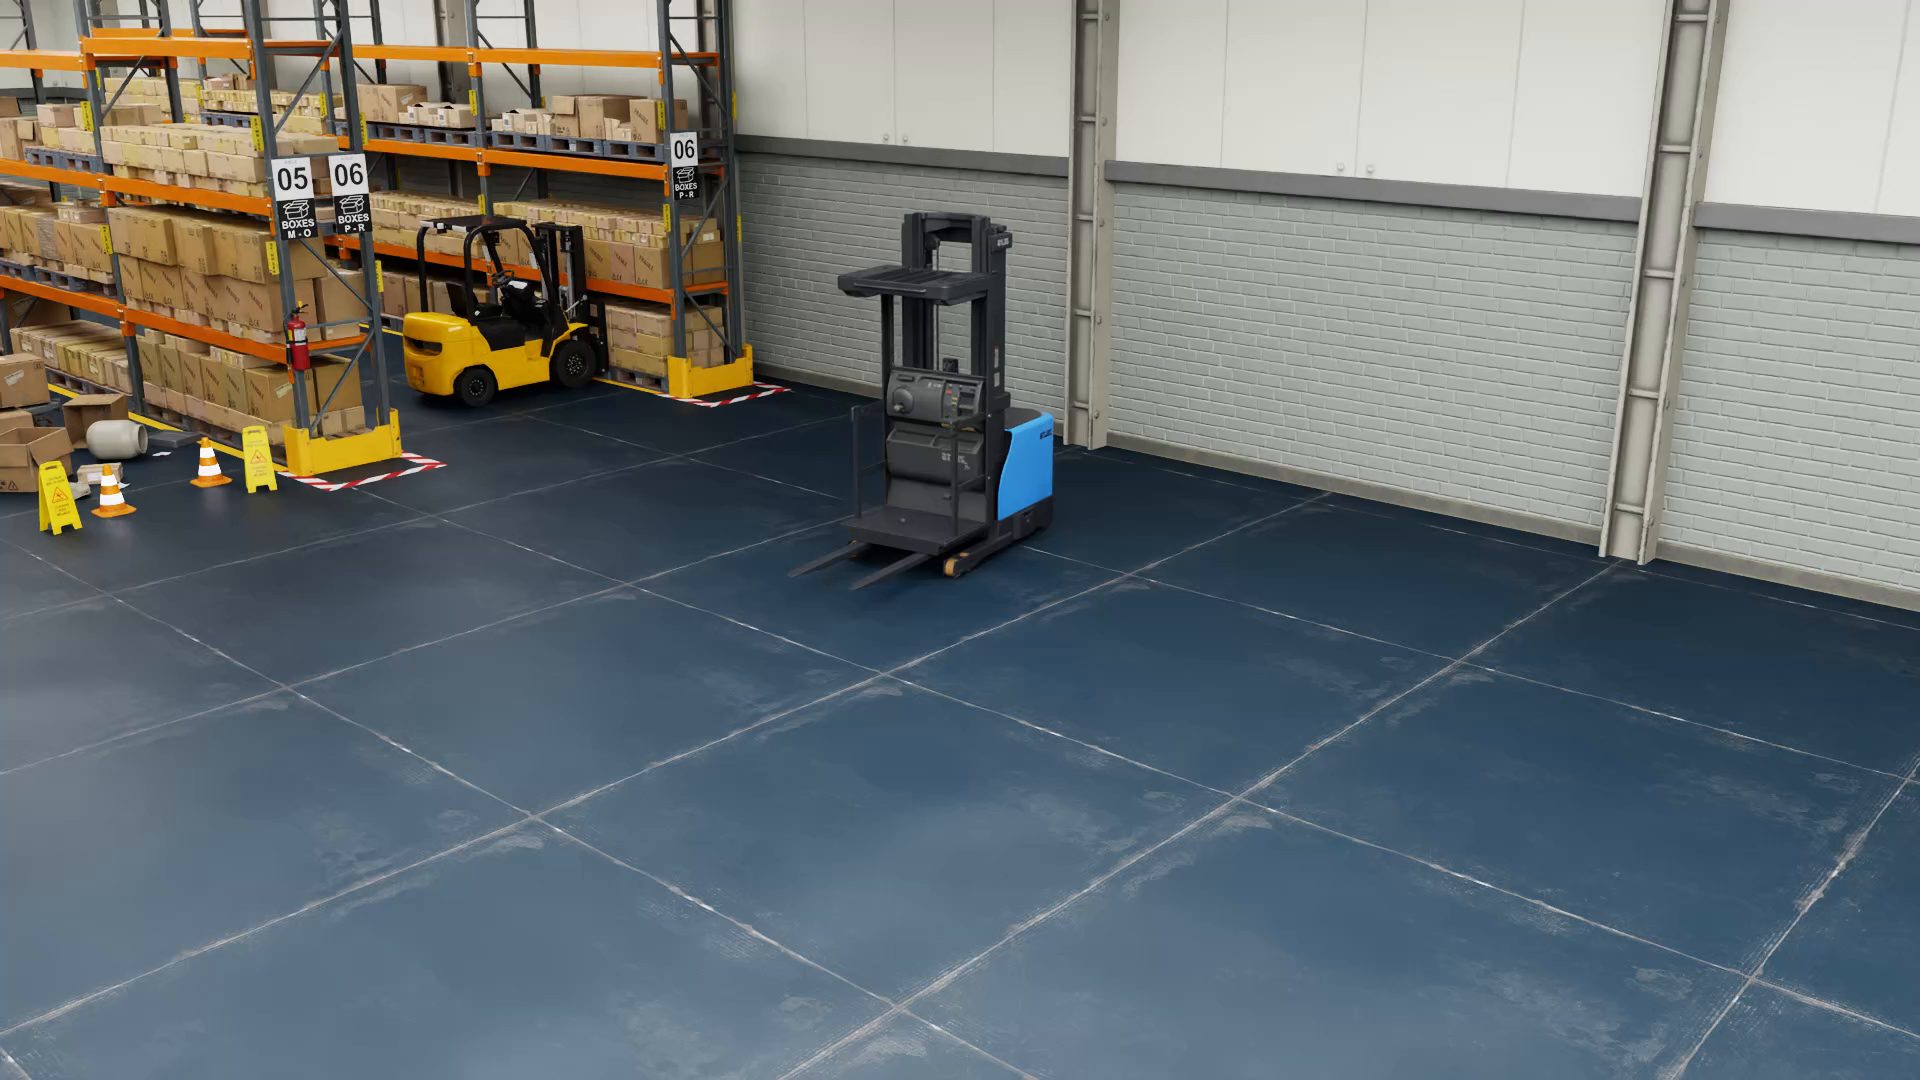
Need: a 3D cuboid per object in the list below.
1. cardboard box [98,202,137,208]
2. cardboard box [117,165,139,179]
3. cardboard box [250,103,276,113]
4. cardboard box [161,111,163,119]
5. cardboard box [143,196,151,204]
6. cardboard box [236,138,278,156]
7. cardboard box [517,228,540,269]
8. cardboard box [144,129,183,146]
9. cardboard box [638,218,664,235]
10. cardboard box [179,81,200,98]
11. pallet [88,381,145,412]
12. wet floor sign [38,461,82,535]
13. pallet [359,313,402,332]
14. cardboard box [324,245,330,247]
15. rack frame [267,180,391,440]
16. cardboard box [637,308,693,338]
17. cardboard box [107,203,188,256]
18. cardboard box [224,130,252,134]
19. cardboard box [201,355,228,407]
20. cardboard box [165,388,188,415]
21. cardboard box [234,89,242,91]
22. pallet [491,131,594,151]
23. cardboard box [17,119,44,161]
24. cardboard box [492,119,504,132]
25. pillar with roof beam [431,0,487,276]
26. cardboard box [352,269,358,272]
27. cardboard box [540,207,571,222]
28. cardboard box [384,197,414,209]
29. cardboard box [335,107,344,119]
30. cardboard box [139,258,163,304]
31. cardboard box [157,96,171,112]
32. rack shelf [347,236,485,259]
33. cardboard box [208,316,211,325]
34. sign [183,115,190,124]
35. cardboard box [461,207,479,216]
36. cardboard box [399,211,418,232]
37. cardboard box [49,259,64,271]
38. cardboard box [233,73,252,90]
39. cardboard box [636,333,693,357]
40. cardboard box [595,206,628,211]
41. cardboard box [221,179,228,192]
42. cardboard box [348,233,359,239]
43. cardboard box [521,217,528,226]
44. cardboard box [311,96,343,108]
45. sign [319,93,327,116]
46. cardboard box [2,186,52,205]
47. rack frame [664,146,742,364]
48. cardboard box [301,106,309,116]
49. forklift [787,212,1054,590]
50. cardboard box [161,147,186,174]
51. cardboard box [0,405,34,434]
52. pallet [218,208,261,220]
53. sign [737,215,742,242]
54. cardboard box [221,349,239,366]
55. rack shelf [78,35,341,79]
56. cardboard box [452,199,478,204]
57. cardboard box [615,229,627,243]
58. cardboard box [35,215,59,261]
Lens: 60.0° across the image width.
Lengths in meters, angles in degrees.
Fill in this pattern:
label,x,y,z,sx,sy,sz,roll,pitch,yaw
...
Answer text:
label,x,y,z,sx,sy,sz,roll,pitch,yaw
cardboard box,-10.454,-4.099,20.644,0.250,0.149,0.380,17,24,42
cardboard box,-9.229,-4.157,18.707,0.250,0.149,0.380,15,23,39
cardboard box,-11.021,-6.866,26.383,0.250,0.149,0.380,16,23,40
cardboard box,-13.784,-7.378,28.859,0.250,0.149,0.380,16,23,40
cardboard box,-14.487,-6.166,29.996,0.250,0.149,0.380,16,24,41
cardboard box,-7.081,-3.979,16.829,0.250,0.149,0.380,16,23,40
cardboard box,-5.605,-3.953,22.443,0.500,0.500,0.500,16,23,40
cardboard box,-8.634,-4.386,18.110,0.250,0.149,0.380,14,22,37
cardboard box,-3.785,-3.917,20.764,0.250,0.149,0.380,15,23,39
cardboard box,-13.070,-7.646,28.215,0.500,0.250,0.500,15,23,38
pallet,-10.039,-1.857,20.615,1.213,0.211,1.003,15,23,39
wet floor sign,-8.338,-0.407,15.328,0.232,0.644,0.267,11,20,30
pallet,-8.566,-3.454,25.647,1.213,0.211,1.003,15,23,39
cardboard box,-10.685,-4.820,27.705,0.250,0.149,0.380,15,23,40
rack frame,-6.464,-2.227,17.171,0.127,3.000,1.000,15,23,39
cardboard box,-3.724,-2.739,20.983,0.500,0.250,0.500,16,24,41
cardboard box,-9.271,-3.559,19.058,0.500,0.500,0.700,15,23,39
cardboard box,-7.712,-4.348,17.990,0.250,0.149,0.380,16,23,40
cardboard box,-8.002,-1.783,18.383,0.500,0.500,0.500,14,23,38
cardboard box,-8.787,-1.636,19.159,0.500,0.250,0.500,17,24,42
cardboard box,-11.846,-7.426,27.658,0.250,0.149,0.380,15,23,39
pallet,-5.509,-5.376,22.282,1.213,0.211,1.003,15,23,39
cardboard box,-11.288,-5.013,20.819,0.637,0.503,0.797,15,23,39
cardboard box,-6.030,-5.553,22.248,0.250,0.149,0.380,16,23,40
pillar with roof beam,-10.440,-6.785,21.615,0.400,9.000,9.100,15,23,39
cardboard box,-9.615,-4.002,26.203,0.500,0.500,0.500,16,24,41
cardboard box,-5.334,-4.320,22.035,0.250,0.149,0.380,15,23,38
cardboard box,-8.292,-4.991,24.643,0.250,0.149,0.380,15,23,40
cardboard box,-9.097,-6.385,24.840,0.250,0.166,0.380,15,23,39
cardboard box,-8.921,-2.973,18.864,0.500,0.500,0.500,15,23,39
cardboard box,-13.446,-7.508,28.609,0.500,0.250,0.500,16,23,40
rack shelf,-7.660,-4.306,24.588,3.809,0.124,0.919,15,23,39
cardboard box,-8.016,-2.446,18.274,0.250,0.149,0.380,15,23,39
sign,-9.102,-4.831,19.562,0.005,0.325,0.100,15,23,39
cardboard box,-6.772,-4.577,23.338,0.250,0.149,0.380,15,23,38
cardboard box,-7.834,-4.673,24.299,0.500,0.250,0.500,15,23,40
cardboard box,-11.151,-3.471,20.812,0.250,0.149,0.380,16,24,41
cardboard box,-11.873,-7.612,27.558,0.258,0.266,0.396,15,23,38
cardboard box,-3.744,-2.506,21.074,0.500,0.250,0.500,15,23,39
cardboard box,-4.620,-4.335,22.083,0.250,0.149,0.380,16,24,41
cardboard box,-7.446,-3.715,17.316,0.250,0.149,0.380,15,23,40
cardboard box,-8.986,-4.742,25.341,0.500,0.250,0.500,15,23,39
cardboard box,-5.692,-4.290,22.433,0.250,0.149,0.380,15,23,39
cardboard box,-9.609,-6.650,25.244,0.250,0.149,0.380,16,24,41
sign,-9.518,-6.511,24.856,0.005,0.325,0.100,15,23,39
cardboard box,-12.654,-4.512,22.553,0.500,0.500,0.500,14,22,37
rack frame,-3.172,-3.351,20.712,0.127,3.000,1.000,15,23,39
cardboard box,-9.941,-6.637,25.697,0.250,0.149,0.380,16,23,40
forklift,-0.330,-1.235,14.158,1.130,2.935,3.031,11,20,30
cardboard box,-8.172,-4.074,17.789,0.500,0.250,0.500,15,23,40
cardboard box,-10.163,-1.068,17.421,0.503,0.637,0.797,15,23,39
pallet,-11.622,-5.484,27.750,1.213,0.211,1.003,15,23,39
sign,-2.799,-3.926,20.961,0.005,0.325,0.100,15,23,39
cardboard box,-7.742,-1.995,17.979,0.250,0.149,0.380,16,23,40
rack shelf,-7.960,-5.144,17.639,4.000,0.370,1.077,15,23,39
cardboard box,-7.203,-4.898,24.349,0.250,0.149,0.380,15,23,39
cardboard box,-4.160,-3.877,21.132,0.250,0.149,0.380,15,23,39
cardboard box,-11.100,-3.770,20.682,0.500,0.500,0.500,14,22,37
